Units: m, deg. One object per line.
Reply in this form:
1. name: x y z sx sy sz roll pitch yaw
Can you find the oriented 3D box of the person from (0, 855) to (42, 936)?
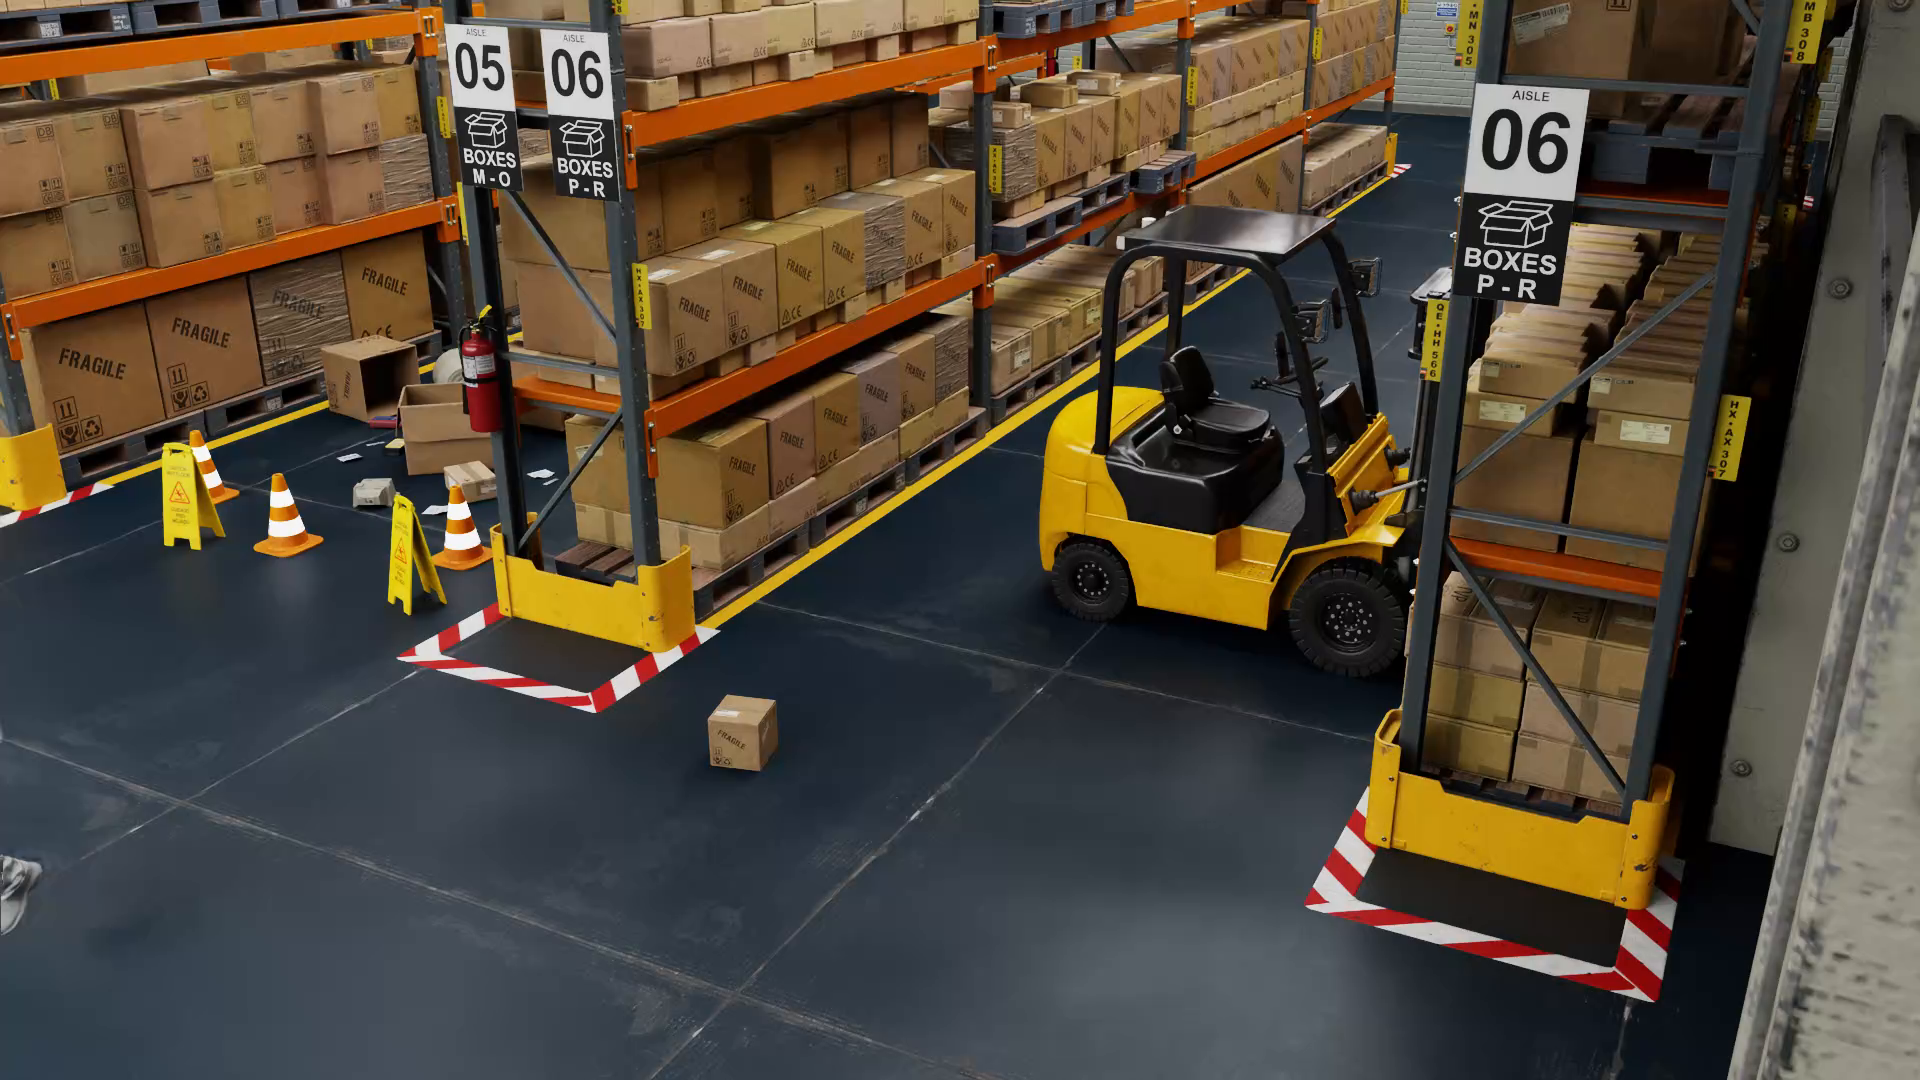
1. person: -3.888 0.757 6.195 0.590 1.771 0.551 -14 26 -30
